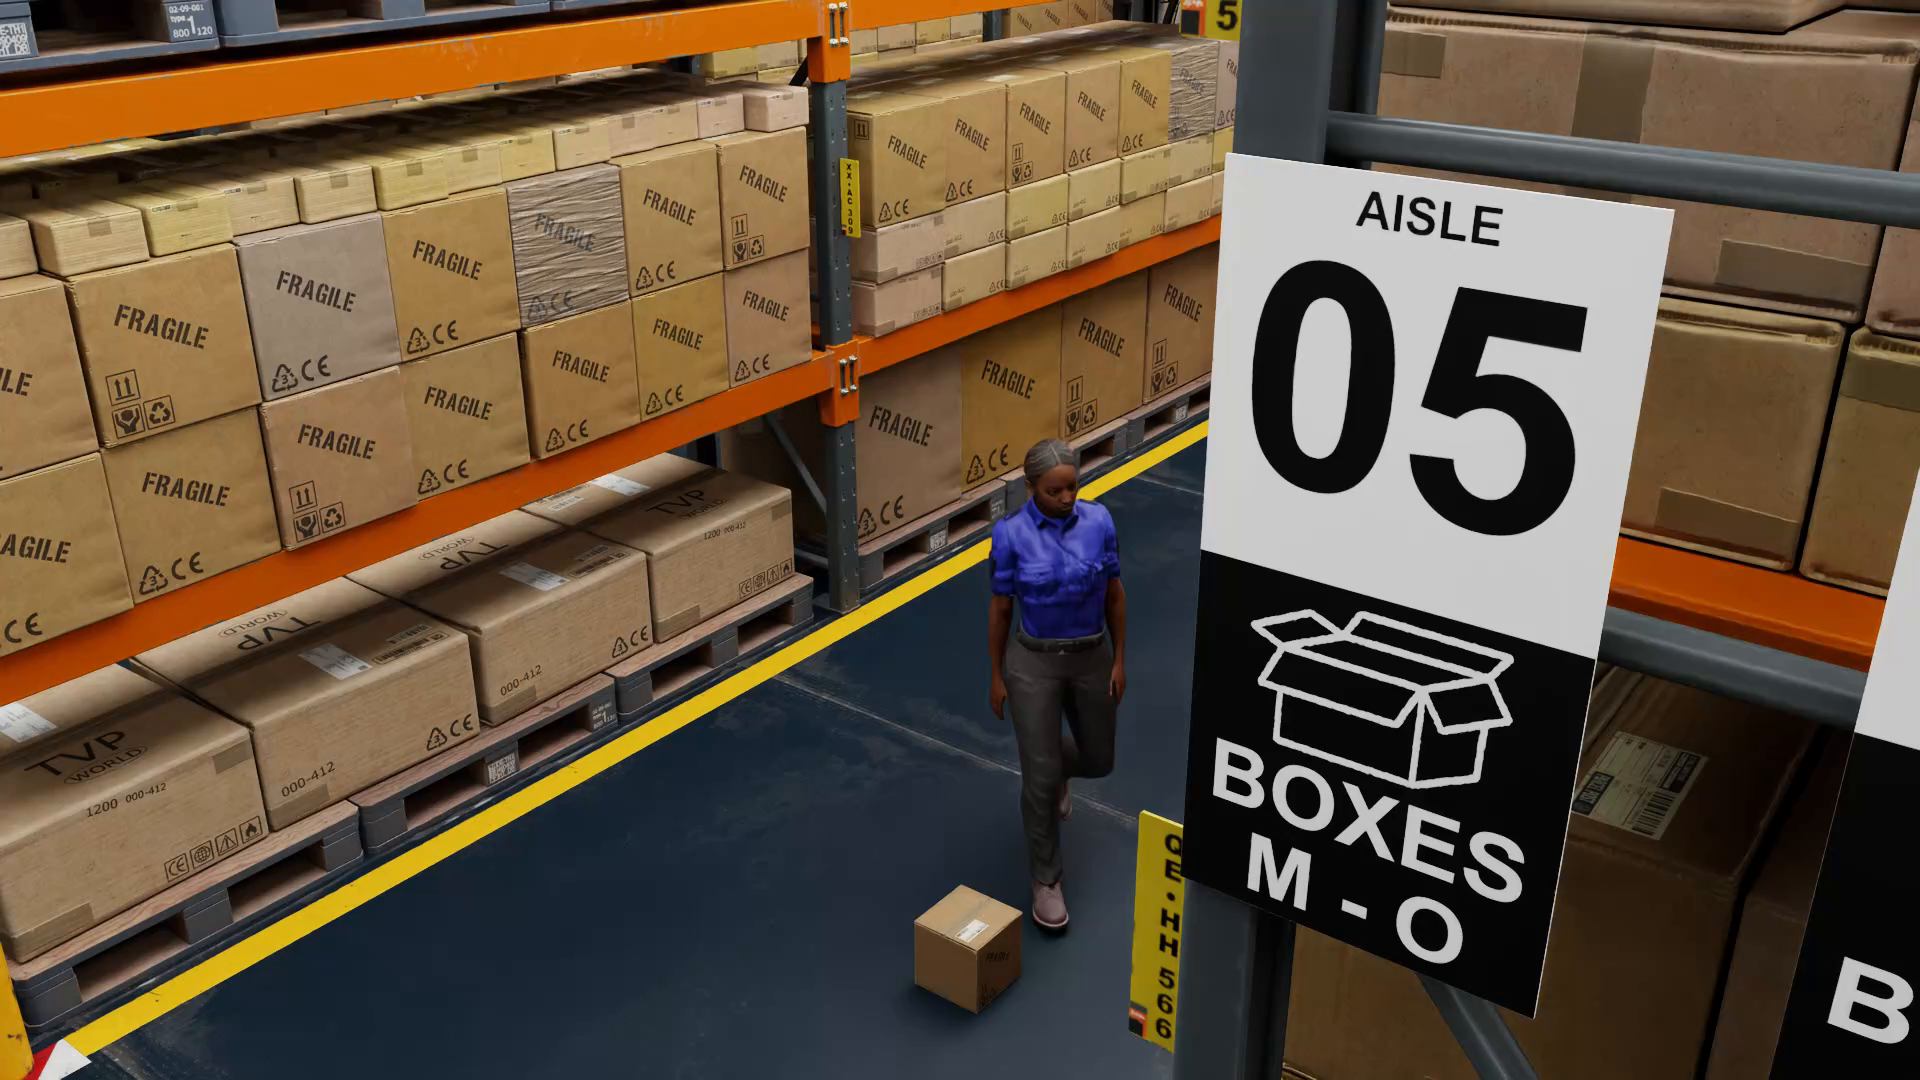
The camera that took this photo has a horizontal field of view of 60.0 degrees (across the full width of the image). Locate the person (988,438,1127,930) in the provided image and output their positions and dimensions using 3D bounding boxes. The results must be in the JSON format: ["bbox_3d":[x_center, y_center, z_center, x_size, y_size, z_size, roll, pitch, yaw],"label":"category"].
[{"bbox_3d":[0.327,0.416,5.644,0.468,1.635,0.769,-6,24,-14],"label":"person"}]
